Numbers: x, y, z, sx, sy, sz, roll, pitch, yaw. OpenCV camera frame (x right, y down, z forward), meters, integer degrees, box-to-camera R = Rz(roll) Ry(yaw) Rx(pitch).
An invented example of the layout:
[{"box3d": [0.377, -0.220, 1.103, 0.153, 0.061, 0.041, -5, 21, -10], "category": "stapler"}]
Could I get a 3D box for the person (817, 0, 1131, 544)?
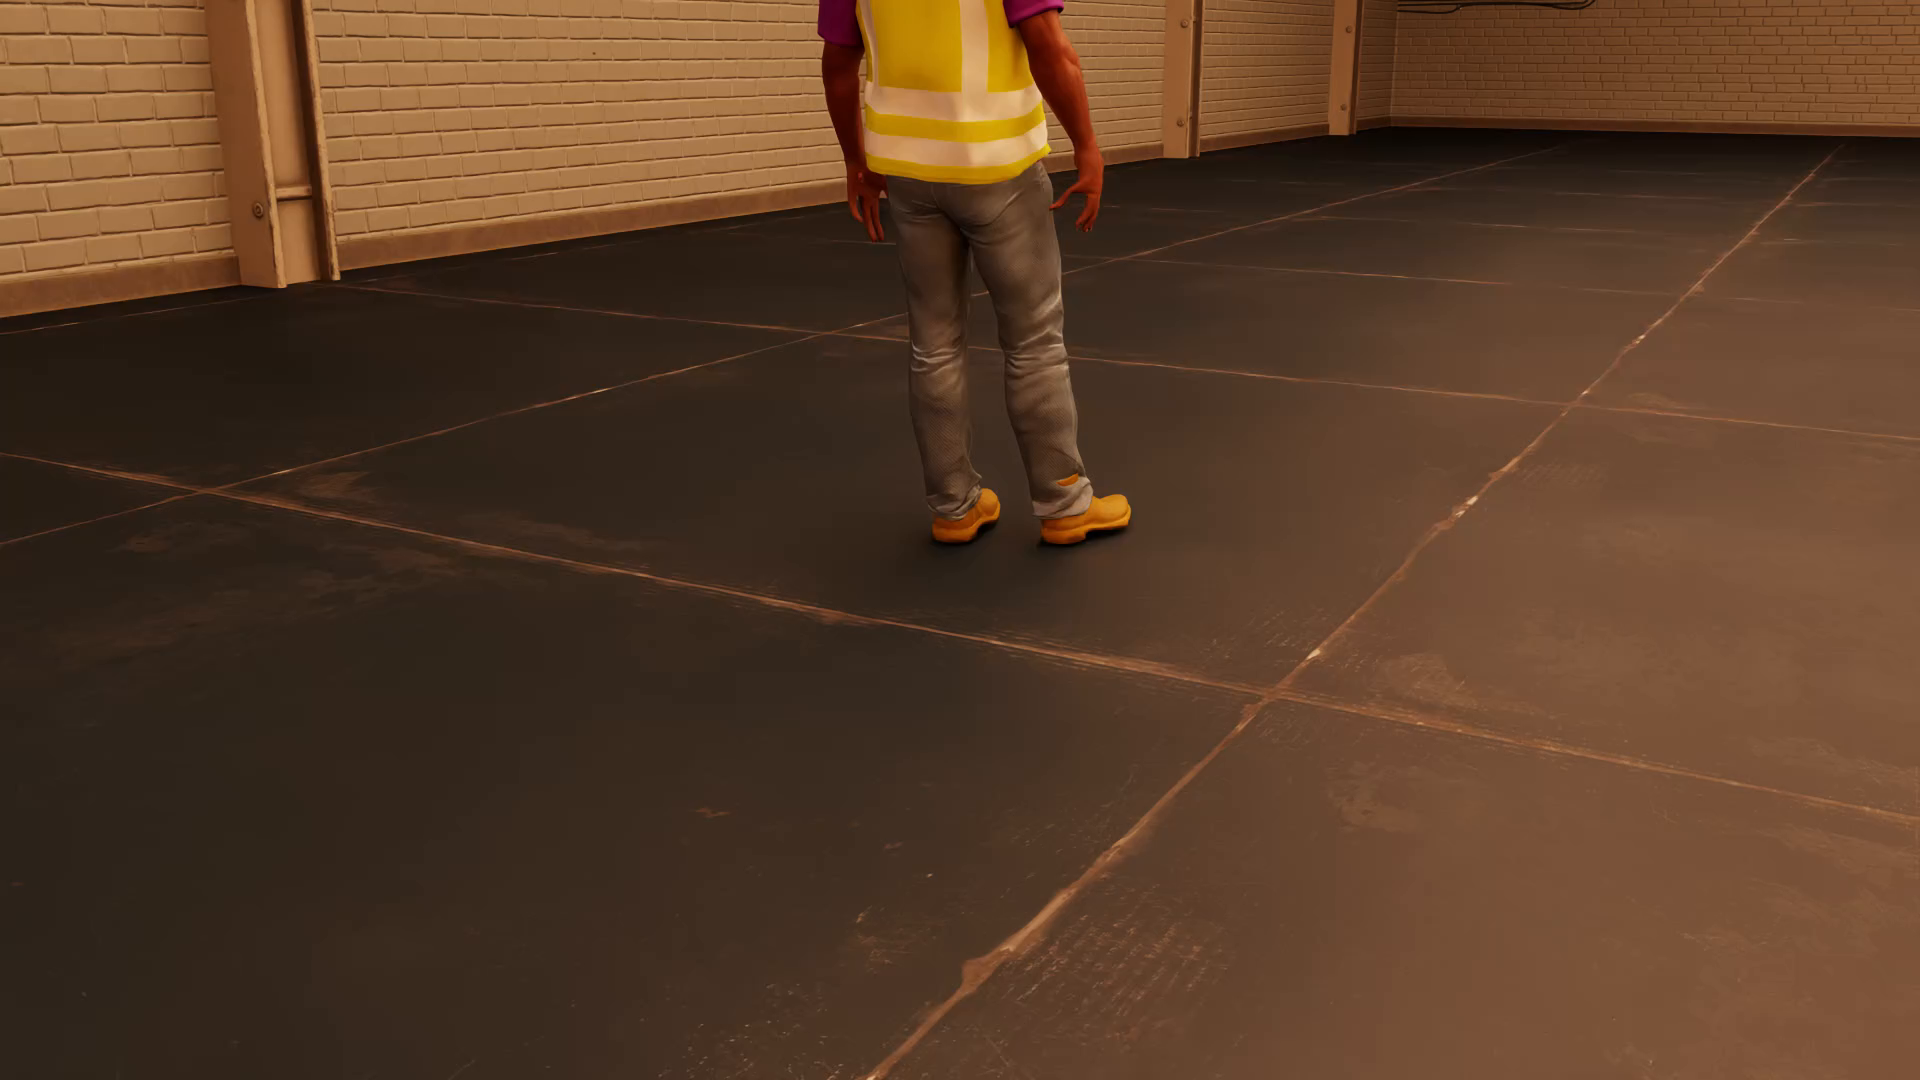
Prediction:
[{"box3d": [0.039, -0.870, 3.844, 0.666, 1.765, 0.577, 9, 19, 28], "category": "person"}]
